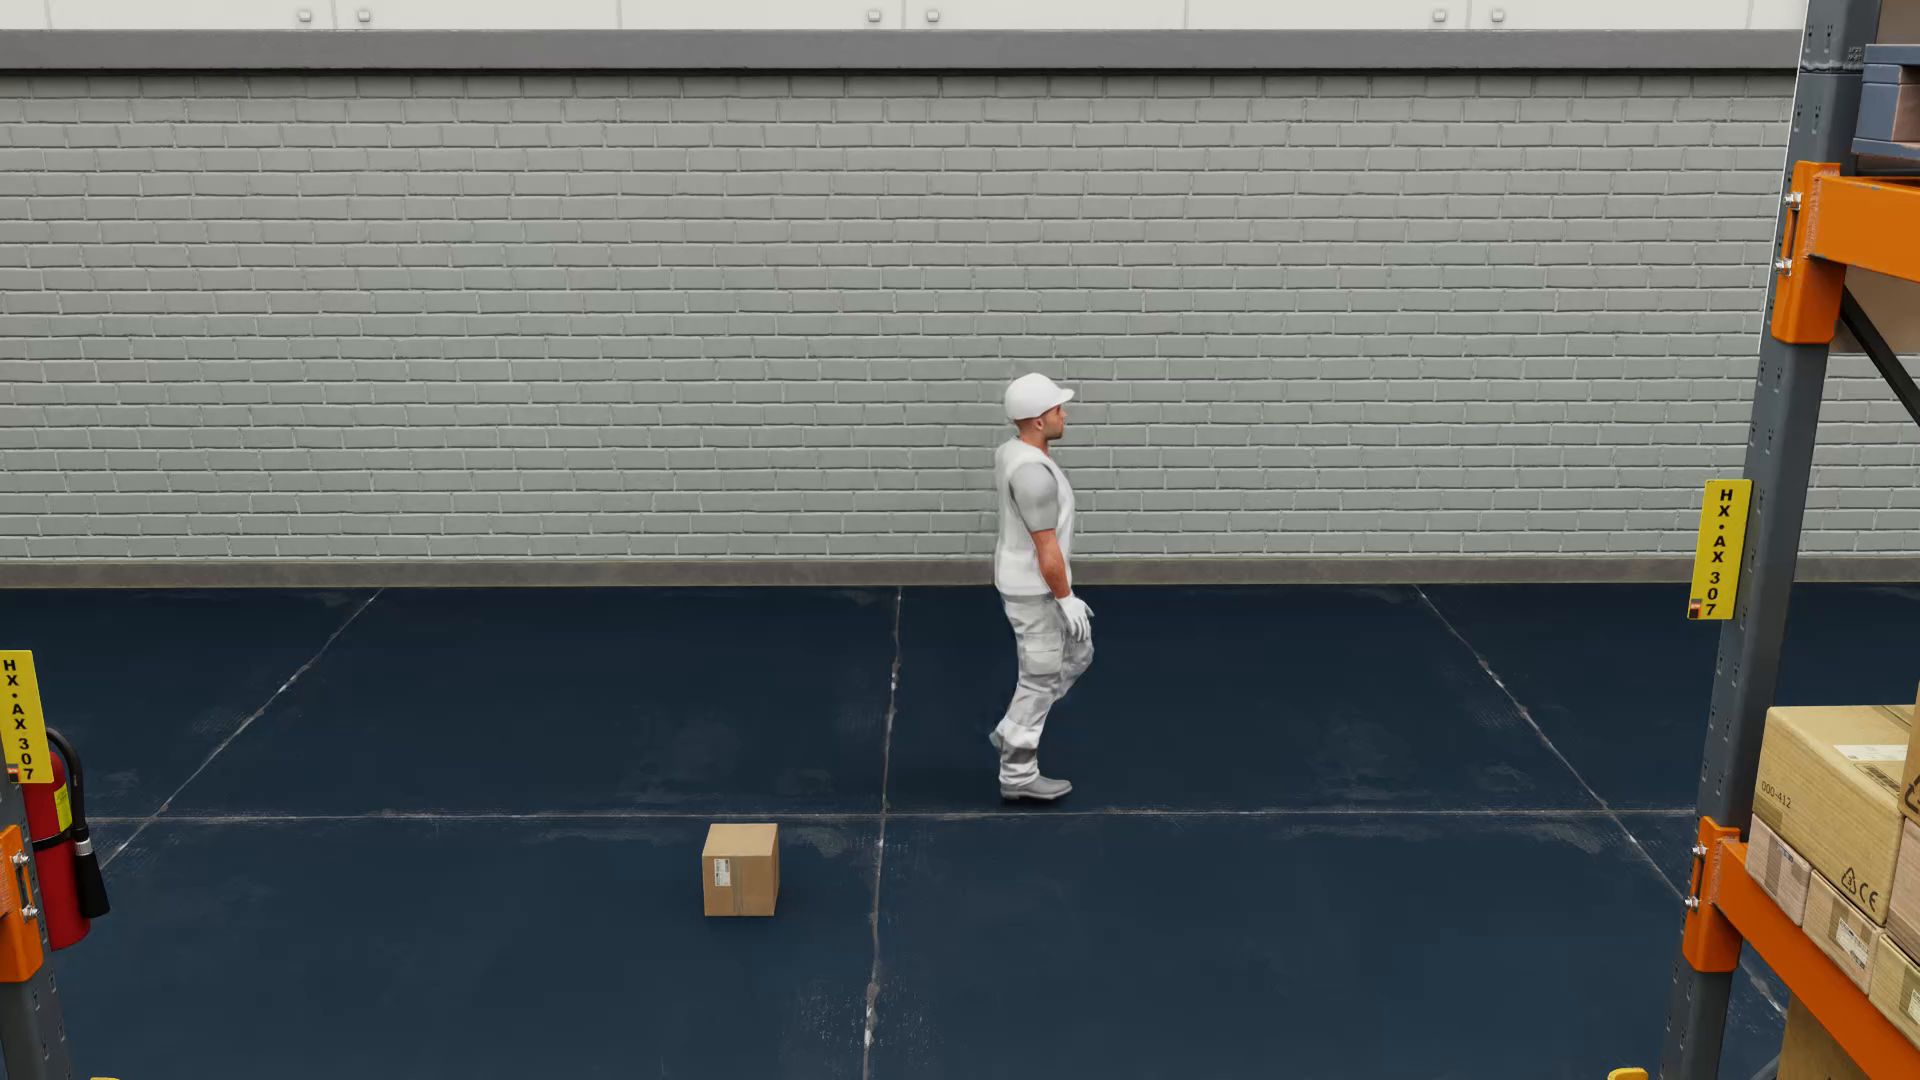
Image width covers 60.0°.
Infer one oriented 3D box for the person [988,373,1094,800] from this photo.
[{"bbox_3d":[0.346,0.206,6.760,0.449,1.797,0.539,-1,17,-2],"label":"person"}]
